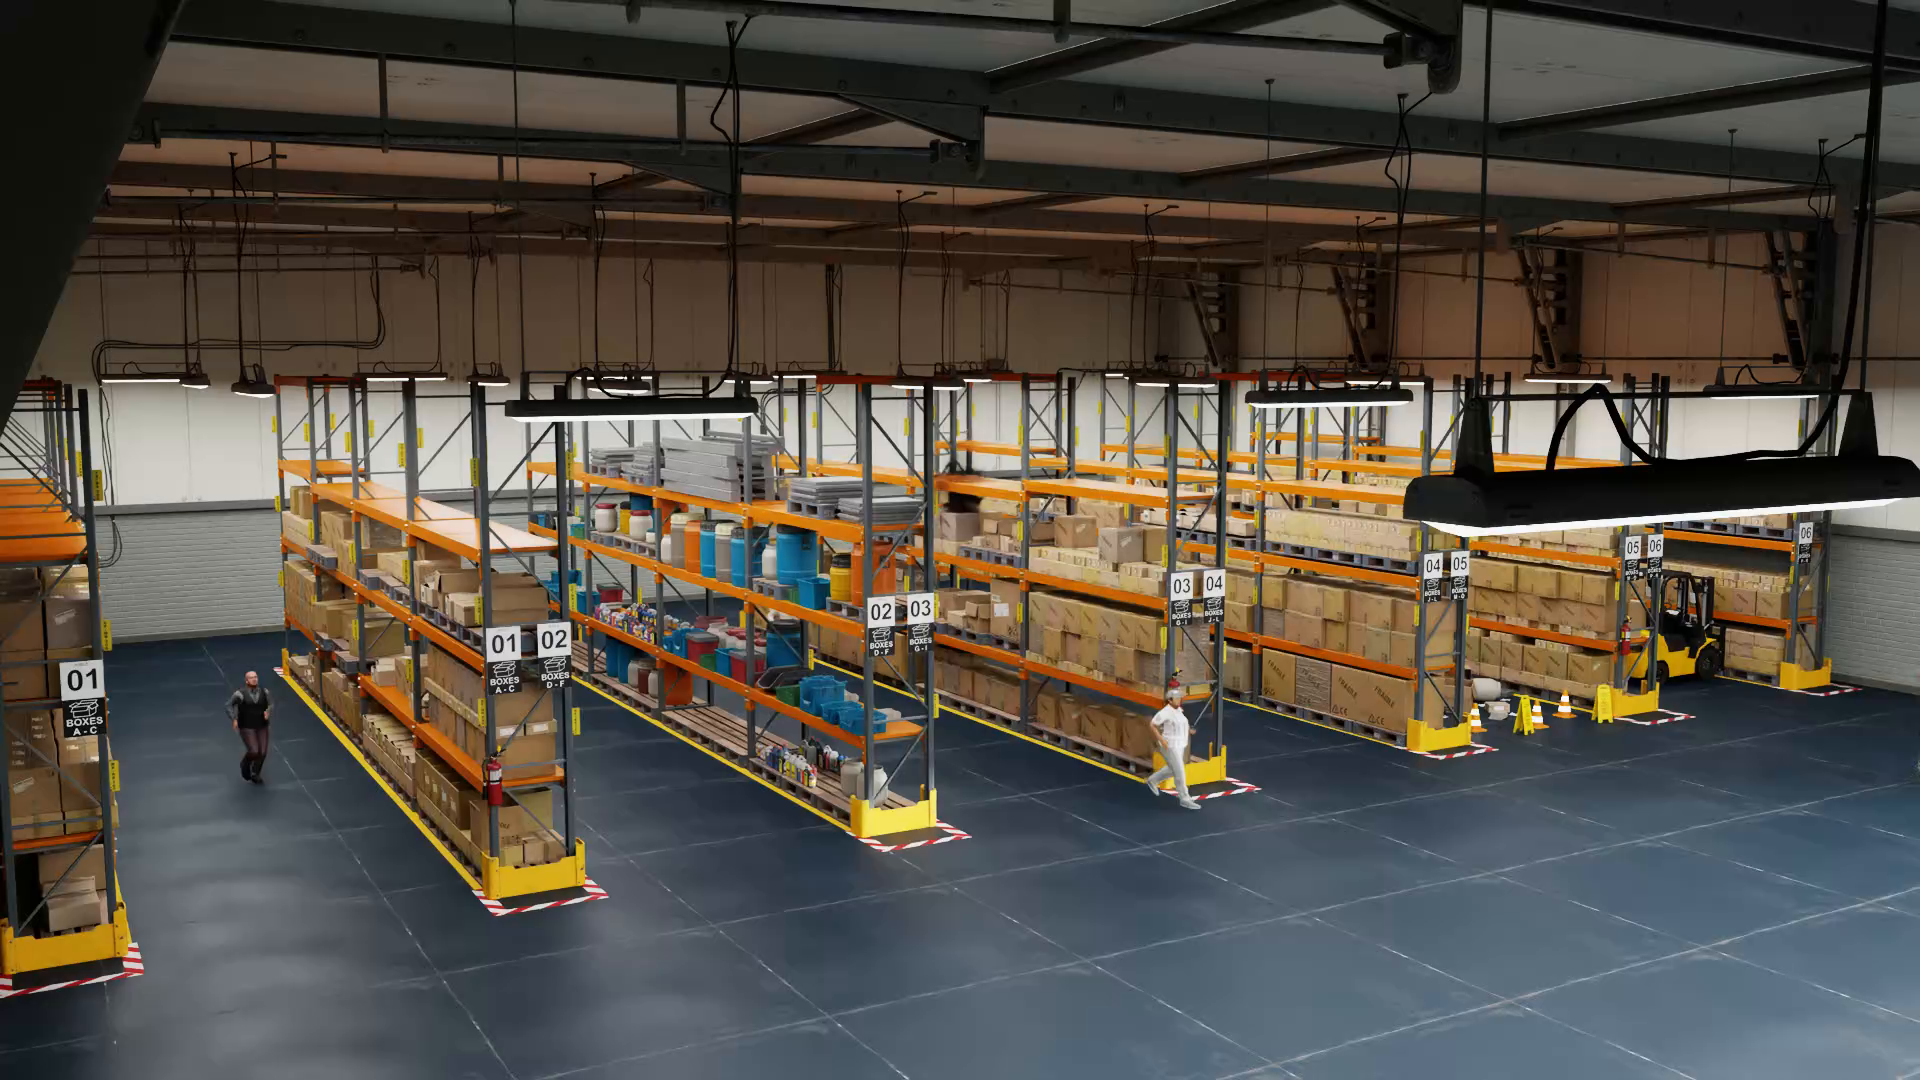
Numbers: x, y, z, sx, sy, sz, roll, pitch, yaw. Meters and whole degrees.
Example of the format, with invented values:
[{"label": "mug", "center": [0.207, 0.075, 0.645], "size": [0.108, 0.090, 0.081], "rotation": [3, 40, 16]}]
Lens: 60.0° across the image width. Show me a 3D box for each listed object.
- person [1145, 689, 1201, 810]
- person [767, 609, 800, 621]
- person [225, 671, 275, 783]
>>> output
[{"label": "person", "center": [3.008, 2.922, 23.493], "size": [0.939, 1.643, 0.628], "rotation": [5, 8, 36]}, {"label": "person", "center": [-3.327, 1.870, 32.455], "size": [0.697, 1.783, 1.044], "rotation": [-5, 8, -36]}, {"label": "person", "center": [-10.467, 2.791, 24.675], "size": [0.651, 1.680, 0.590], "rotation": [-6, 9, -44]}]
